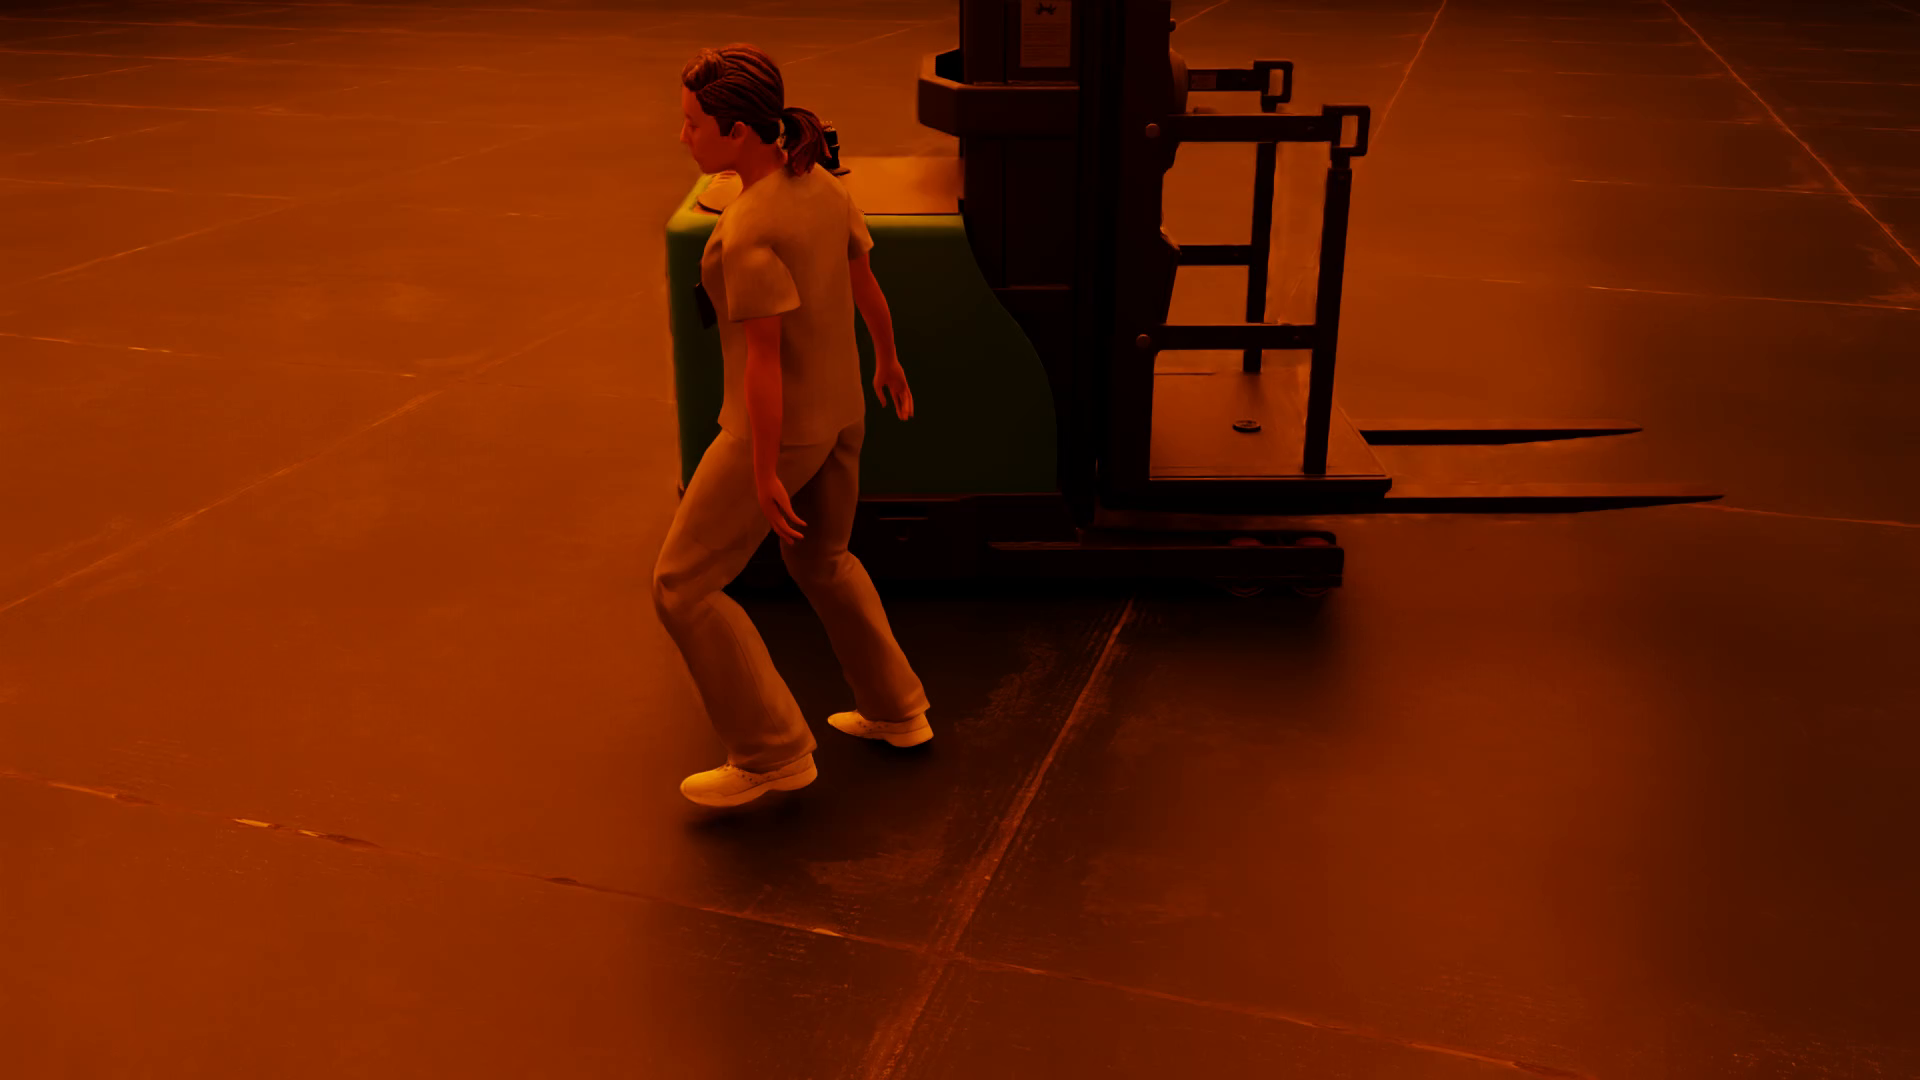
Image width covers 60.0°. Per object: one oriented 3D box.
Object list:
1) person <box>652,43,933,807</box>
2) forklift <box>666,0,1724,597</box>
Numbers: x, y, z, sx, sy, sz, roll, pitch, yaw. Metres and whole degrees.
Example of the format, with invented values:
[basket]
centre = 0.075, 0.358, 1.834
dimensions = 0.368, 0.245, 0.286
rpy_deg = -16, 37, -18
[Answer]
[person]
centre = -0.331, -0.228, 3.608
dimensions = 0.468, 1.649, 0.779
rpy_deg = 10, 24, 23
[forklift]
centre = 0.713, -1.396, 4.662
dimensions = 3.031, 2.935, 1.130
rpy_deg = 0, 22, -1
